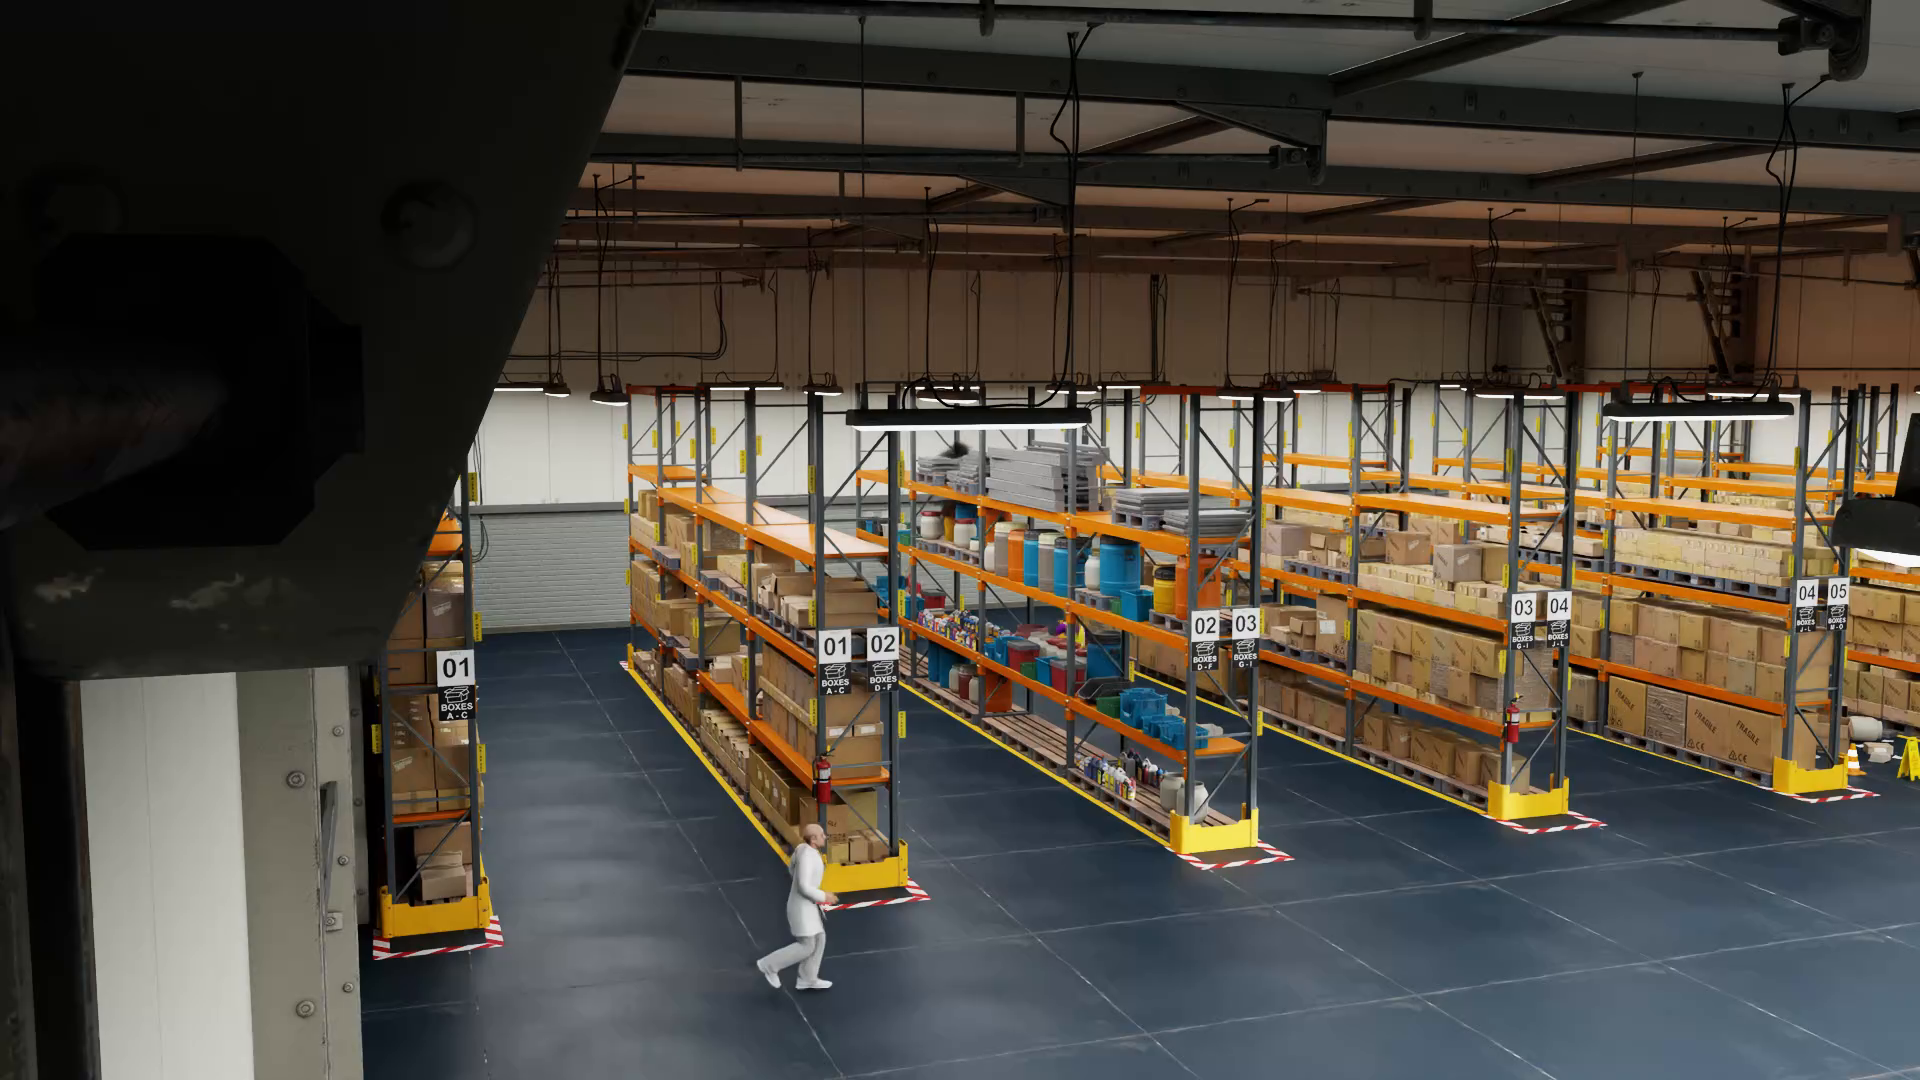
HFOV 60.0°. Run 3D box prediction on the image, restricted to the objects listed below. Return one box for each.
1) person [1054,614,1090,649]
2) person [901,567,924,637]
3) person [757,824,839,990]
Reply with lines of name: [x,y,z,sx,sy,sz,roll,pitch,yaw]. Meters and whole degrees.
person: [2.216,2.166,31.879,0.669,1.752,0.690,-3,6,-24]
person: [-1.083,1.460,38.871,0.989,1.722,0.716,-1,6,-7]
person: [-1.648,3.746,16.903,0.830,1.714,0.703,0,6,-3]
